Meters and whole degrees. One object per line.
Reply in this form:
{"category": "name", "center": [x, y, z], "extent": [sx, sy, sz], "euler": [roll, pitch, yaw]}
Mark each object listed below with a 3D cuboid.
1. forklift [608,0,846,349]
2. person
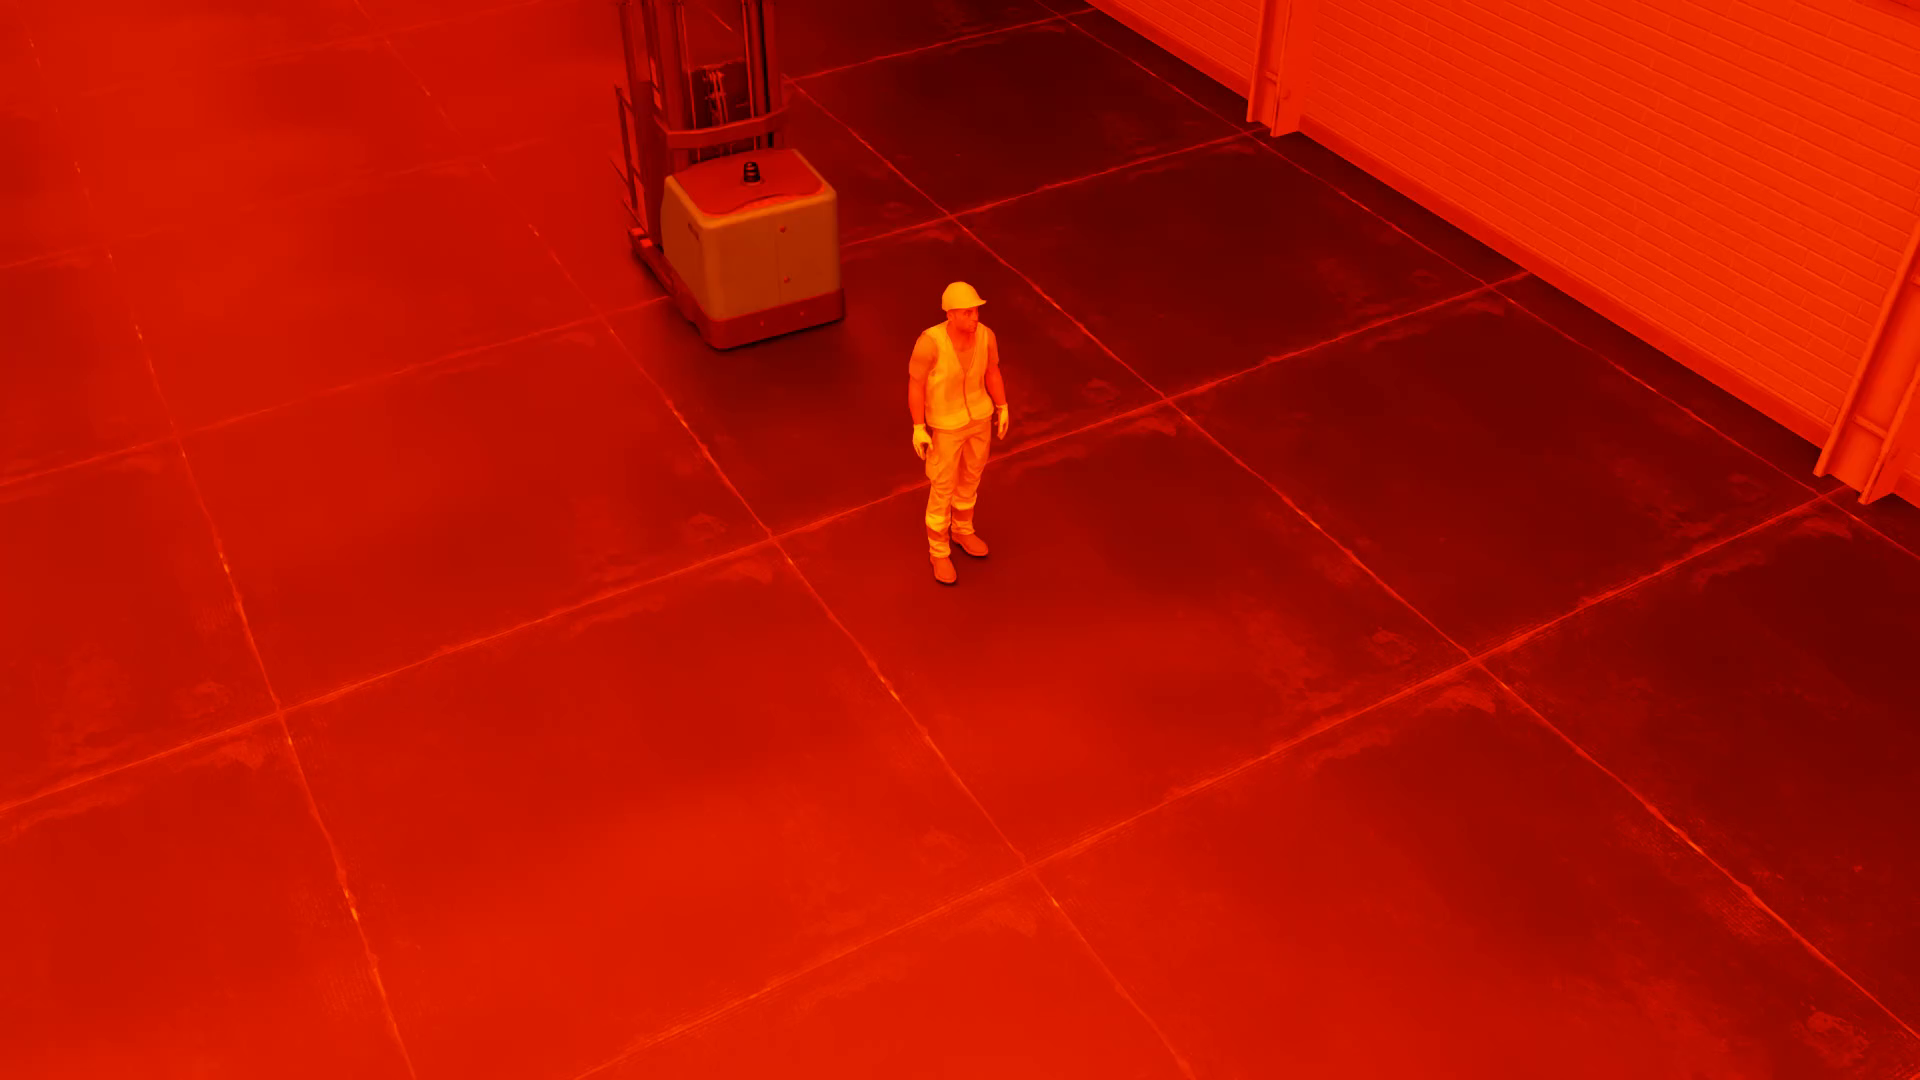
{"category": "forklift", "center": [-1.957, -3.424, 12.164], "extent": [1.130, 2.935, 3.031], "euler": [-18, 43, -20]}
{"category": "person", "center": [0.029, -0.646, 9.698], "extent": [0.637, 1.787, 0.564], "euler": [-20, 44, -23]}
